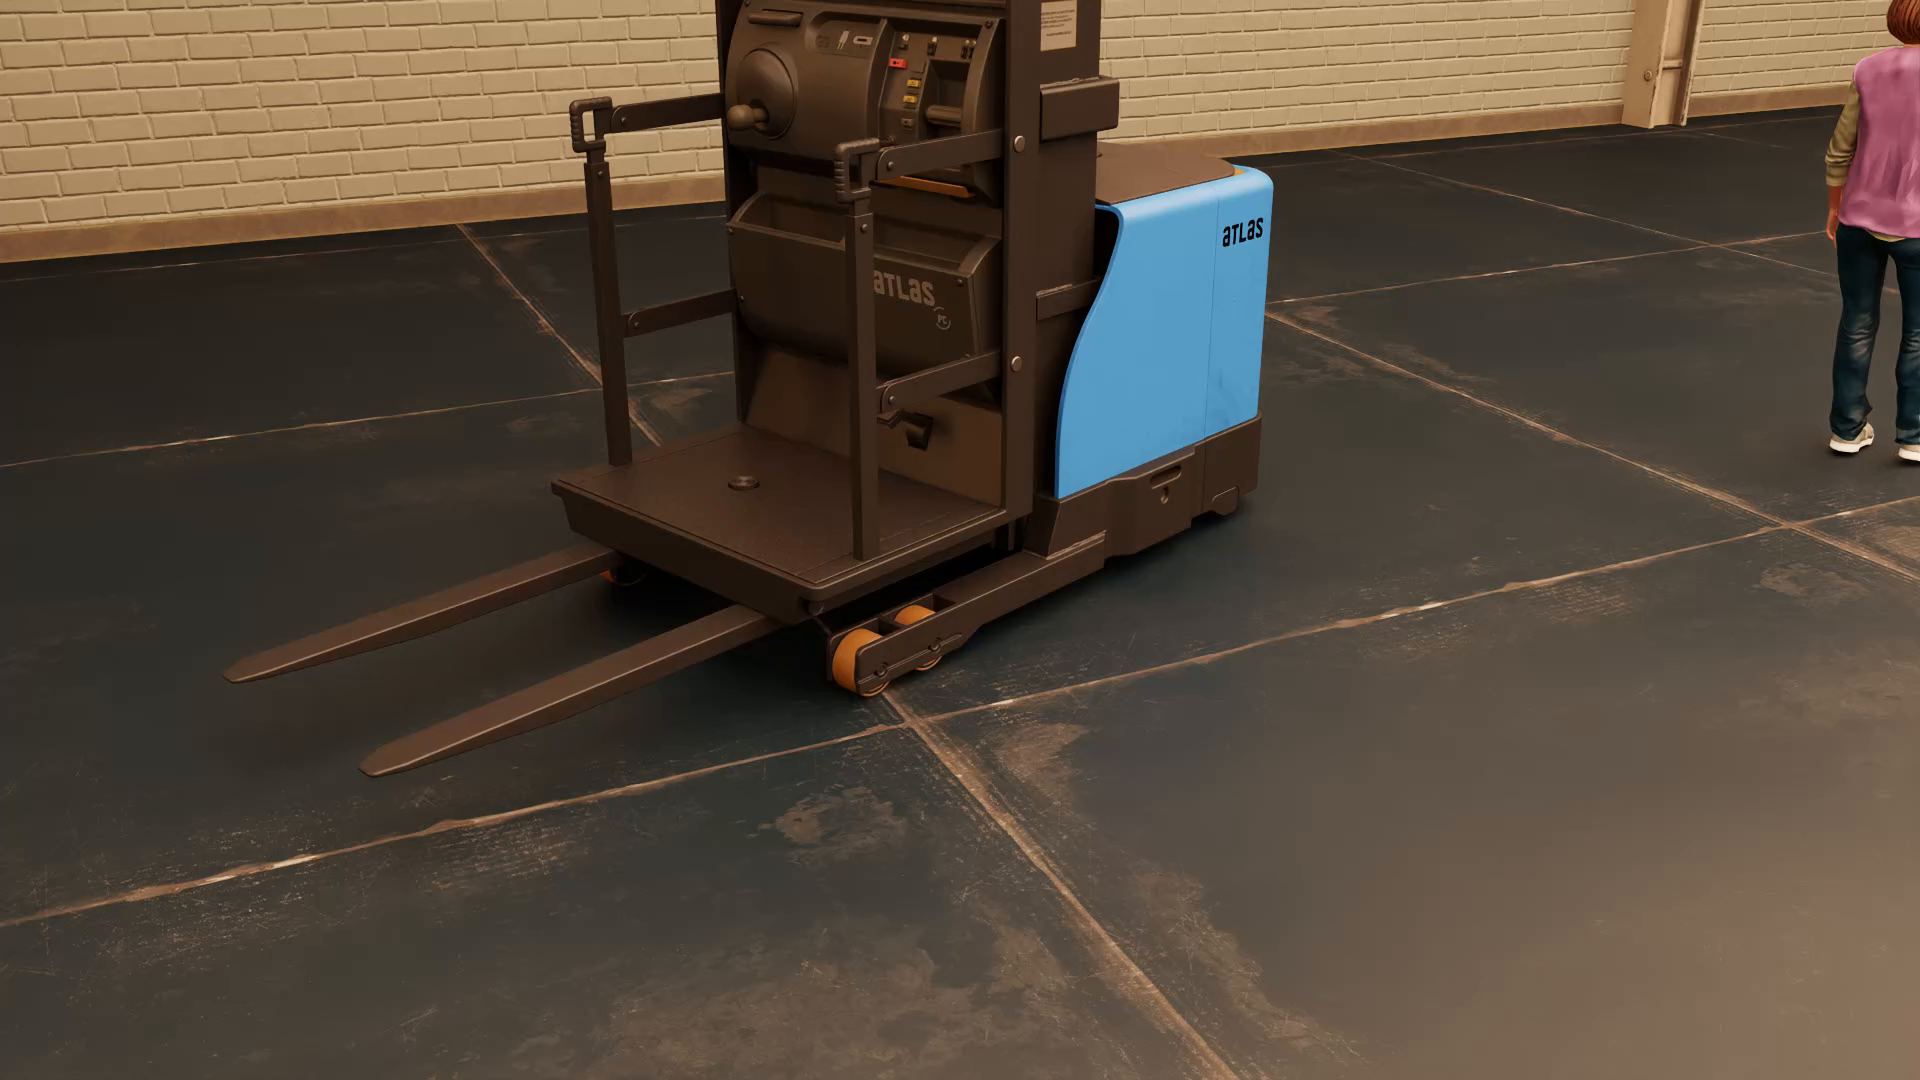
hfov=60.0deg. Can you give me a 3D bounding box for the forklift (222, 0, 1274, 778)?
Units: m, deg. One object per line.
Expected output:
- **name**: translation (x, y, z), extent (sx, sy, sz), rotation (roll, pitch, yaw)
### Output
- **forklift**: translation (-0.413, -1.182, 4.131), extent (1.130, 2.935, 3.031), rotation (19, 29, 39)

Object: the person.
- **person**: translation (3.167, -1.059, 5.554), extent (0.475, 1.597, 0.520), rotation (-16, 27, -33)
